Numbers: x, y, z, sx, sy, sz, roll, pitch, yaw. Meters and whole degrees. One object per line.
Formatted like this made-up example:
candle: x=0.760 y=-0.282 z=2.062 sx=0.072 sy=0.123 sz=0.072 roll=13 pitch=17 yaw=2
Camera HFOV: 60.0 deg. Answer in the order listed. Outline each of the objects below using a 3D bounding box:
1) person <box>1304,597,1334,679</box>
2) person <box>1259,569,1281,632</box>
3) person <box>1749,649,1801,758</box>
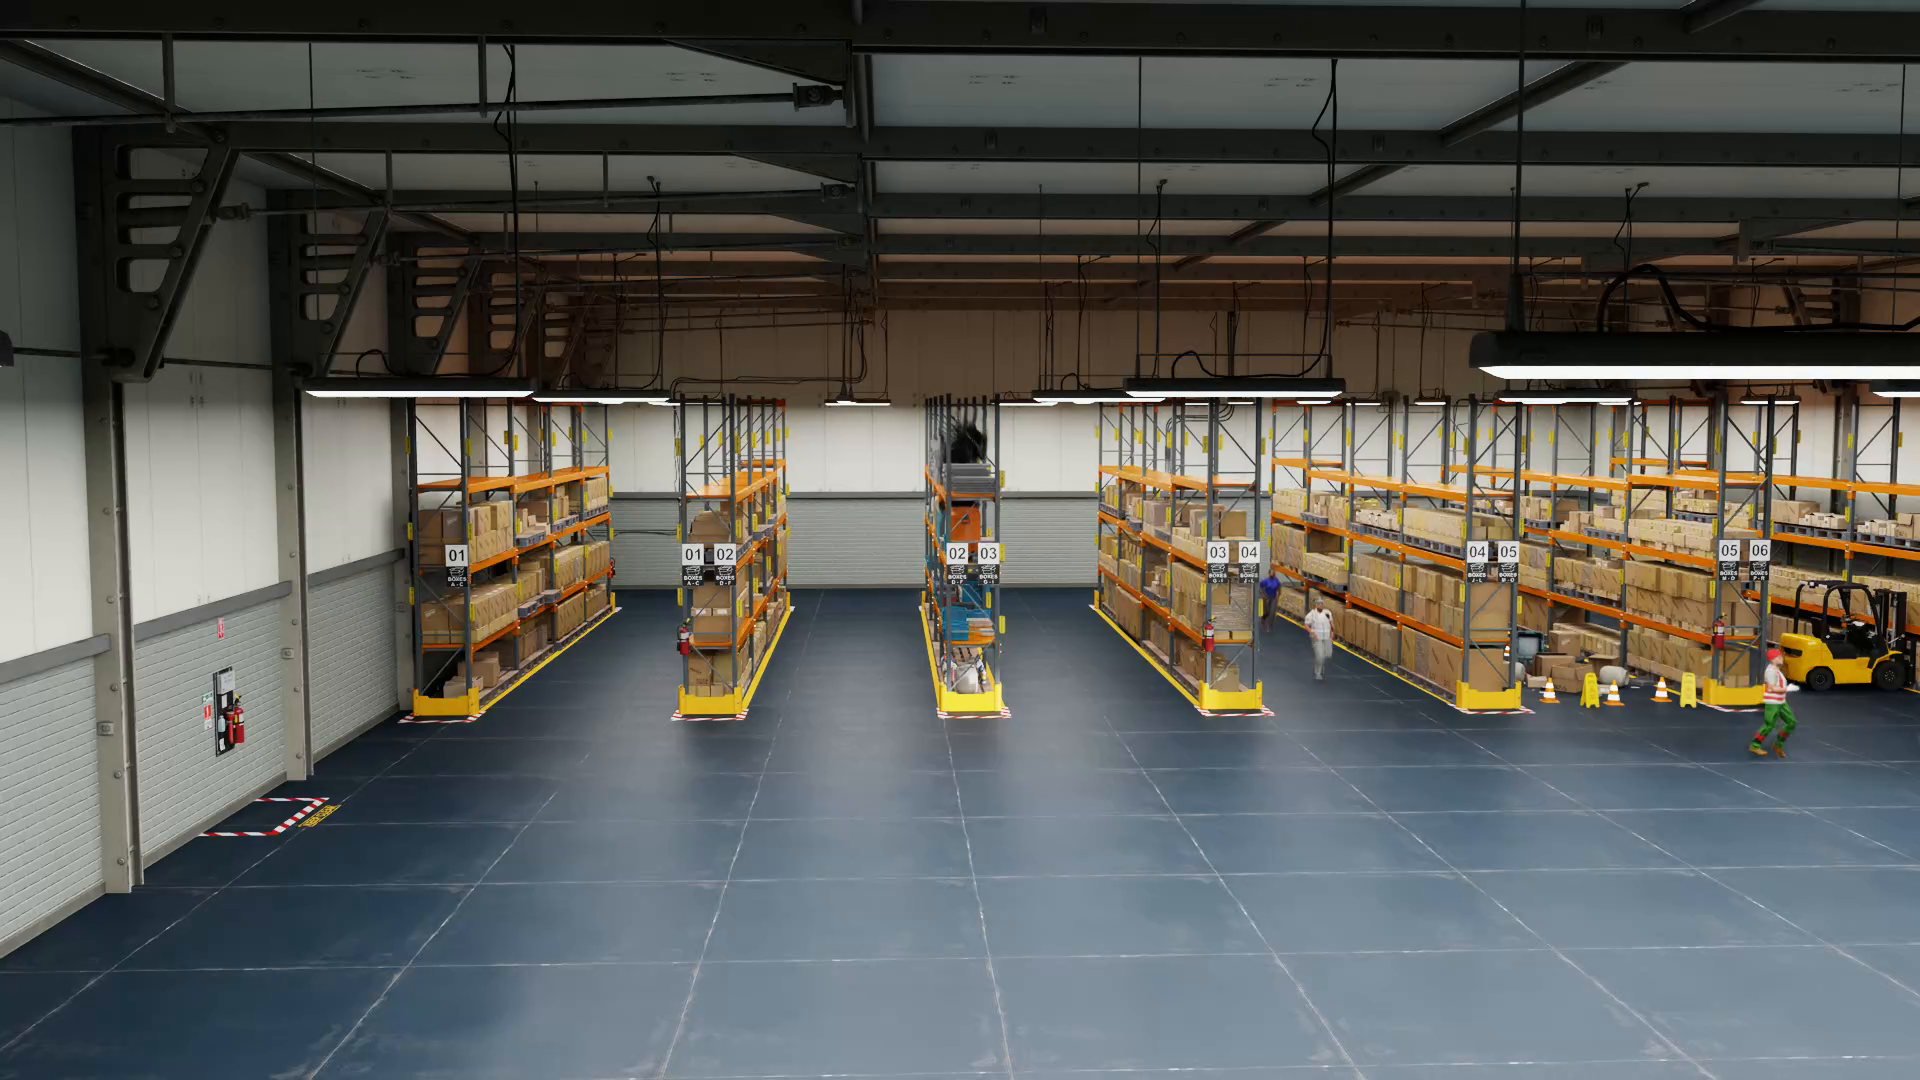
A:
person: x=7.653 y=2.074 z=35.311 sx=0.666 sy=1.746 sz=0.528 roll=-1 pitch=5 yaw=-10
person: x=7.991 y=1.546 z=42.854 sx=0.595 sy=1.620 sz=0.586 roll=-1 pitch=5 yaw=-8
person: x=13.348 y=2.676 z=27.188 sx=0.739 sy=1.796 sz=0.650 roll=4 pitch=6 yaw=43
